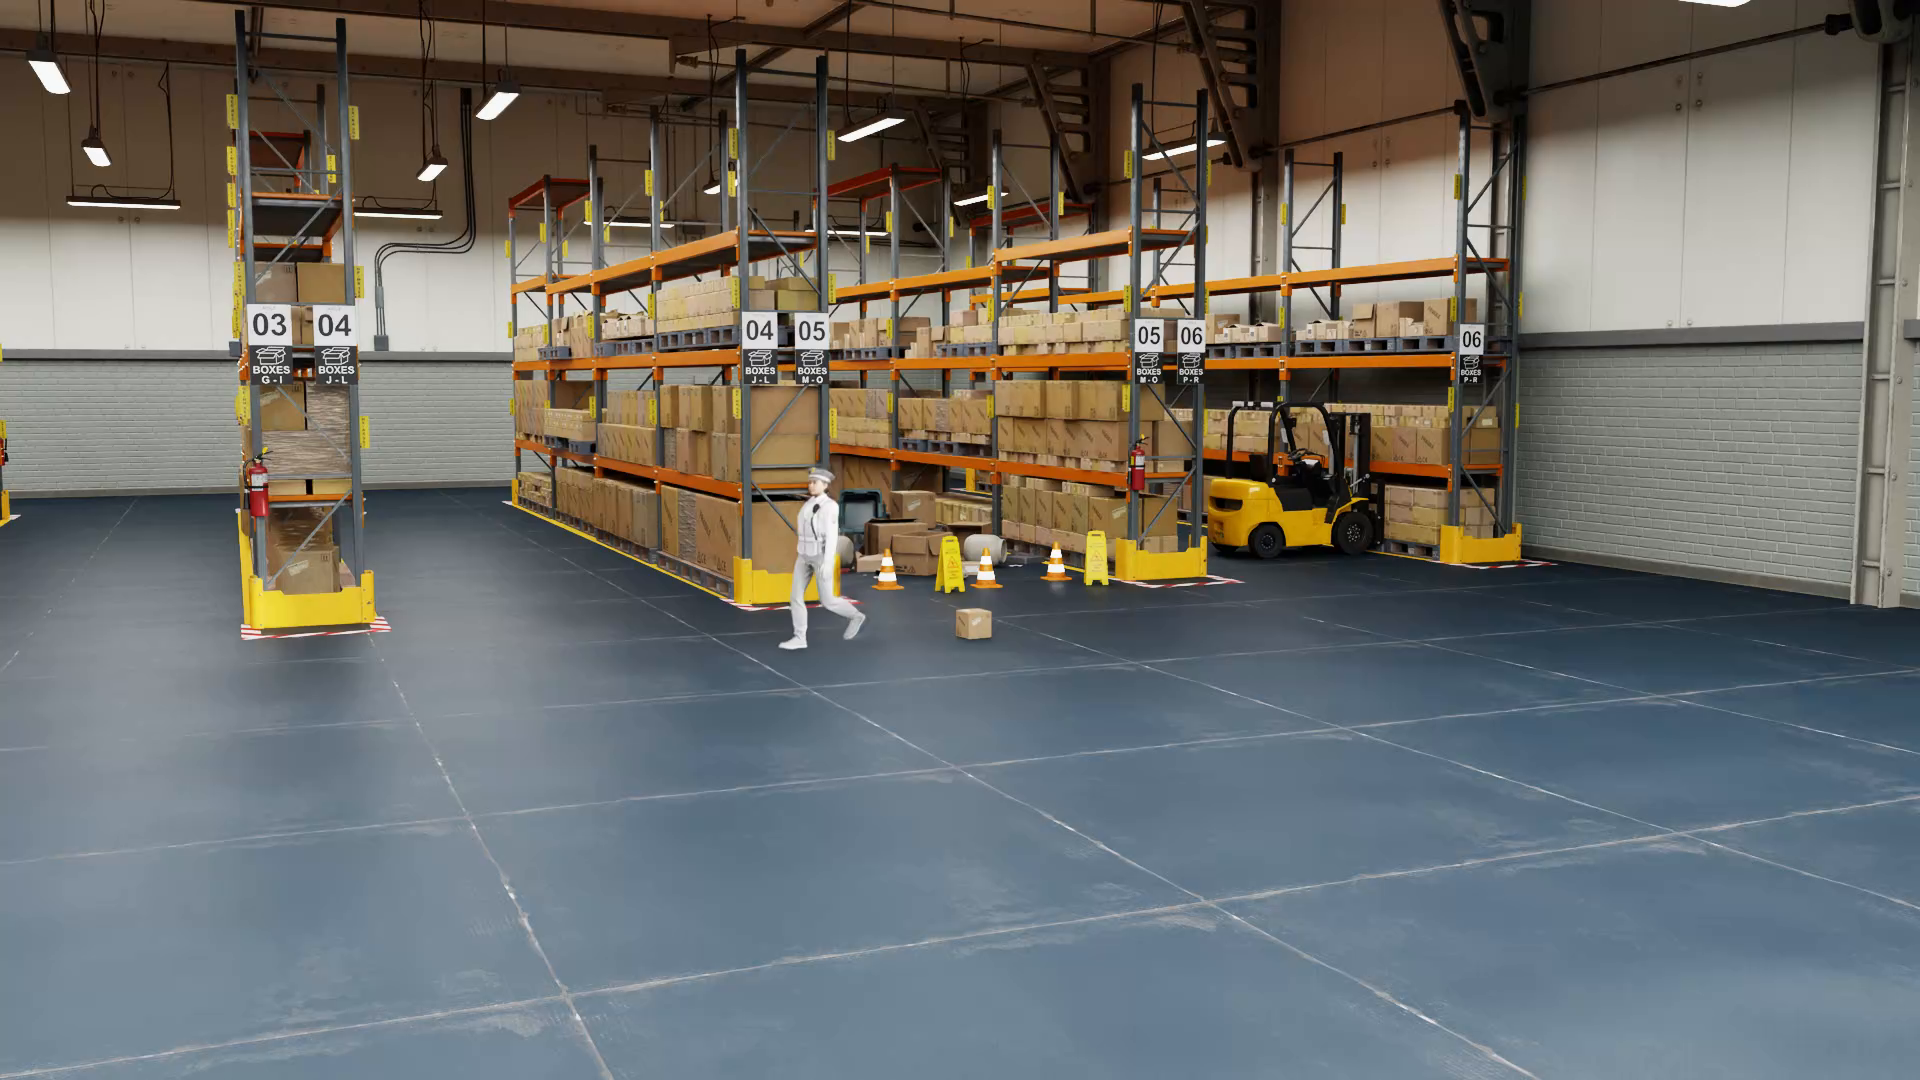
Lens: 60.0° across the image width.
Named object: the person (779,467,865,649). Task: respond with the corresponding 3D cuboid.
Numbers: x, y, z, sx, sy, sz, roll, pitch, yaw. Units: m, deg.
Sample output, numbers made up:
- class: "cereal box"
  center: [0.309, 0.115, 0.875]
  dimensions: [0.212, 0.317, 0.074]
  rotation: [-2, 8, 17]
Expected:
- class: "person"
  center: [-1.269, 0.152, 15.181]
  dimensions: [0.852, 1.648, 0.496]
  rotation: [-5, 8, -45]
